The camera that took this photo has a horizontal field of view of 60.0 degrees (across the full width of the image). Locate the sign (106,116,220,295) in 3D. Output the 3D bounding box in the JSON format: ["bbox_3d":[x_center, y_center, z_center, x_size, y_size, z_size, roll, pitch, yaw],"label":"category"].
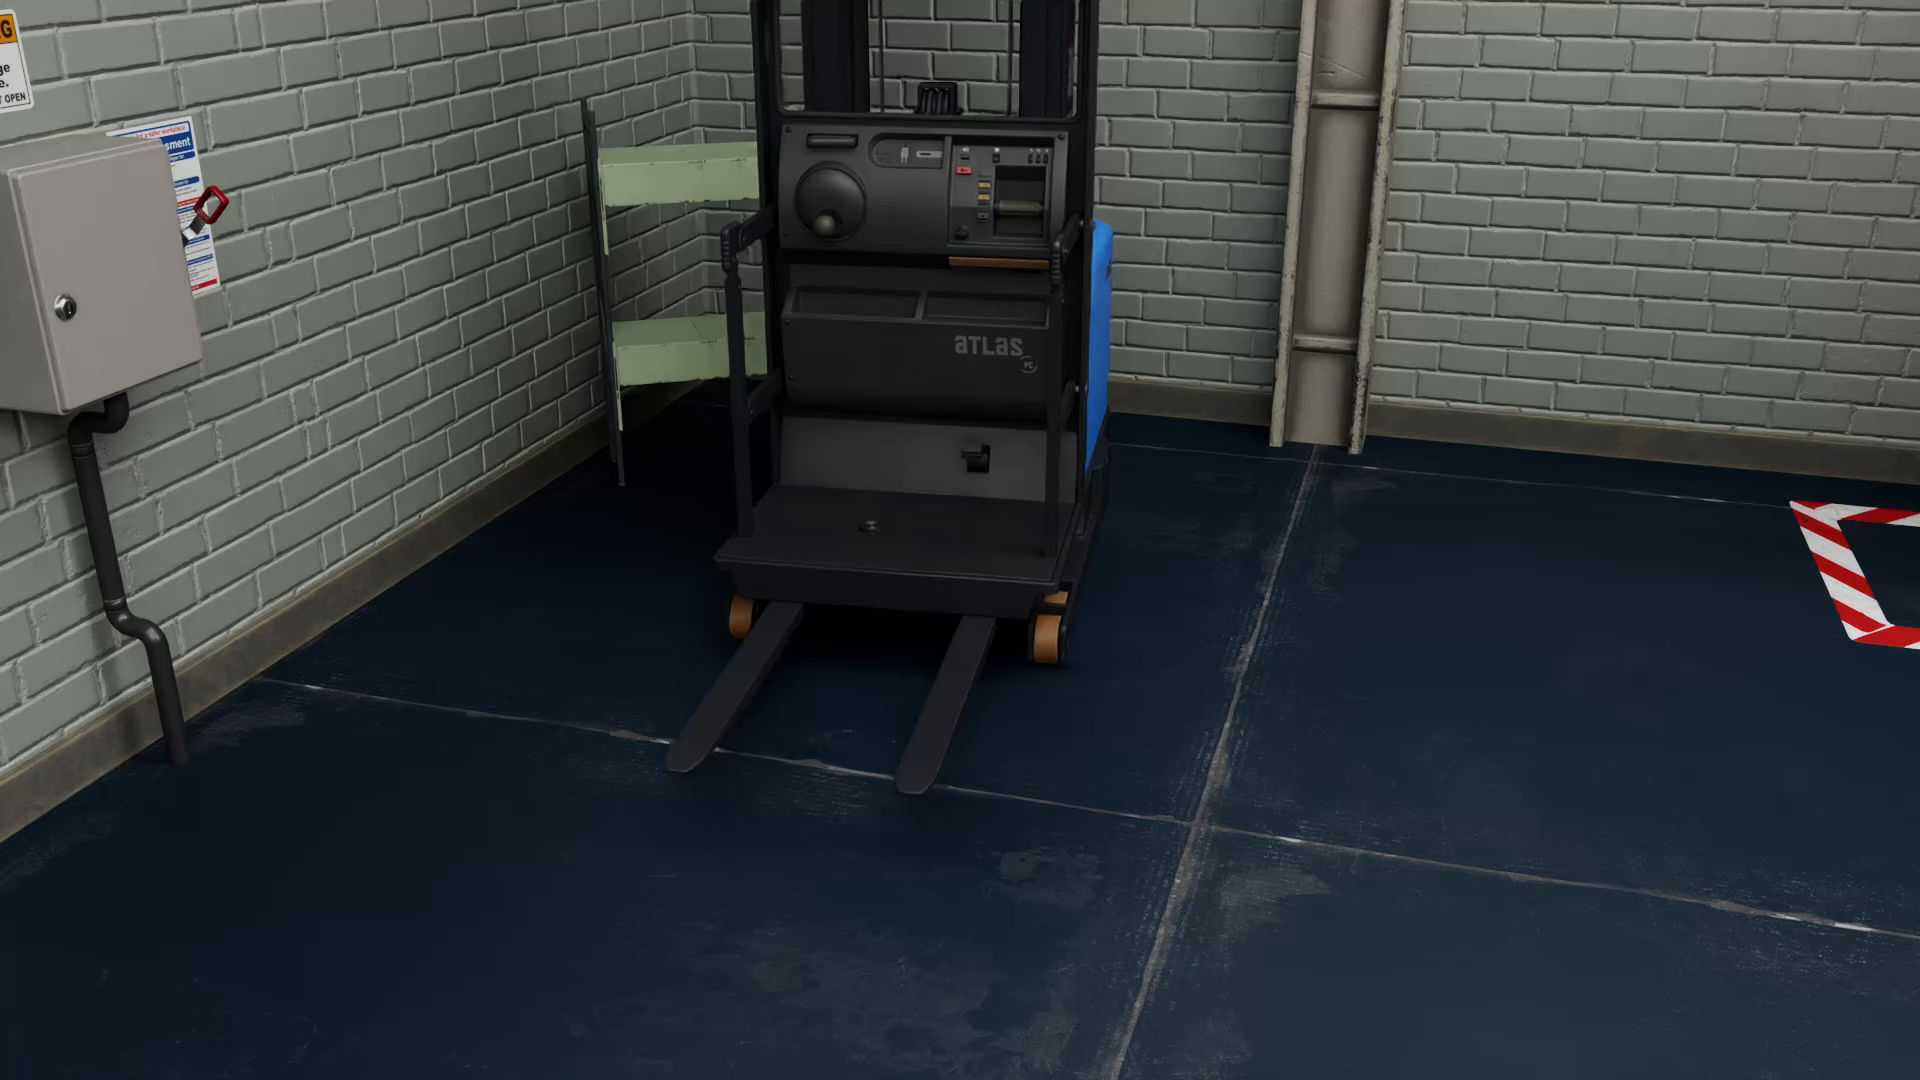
[{"bbox_3d":[-2.240,-0.923,4.692,0.001,0.494,0.329,7,23,16],"label":"sign"}]

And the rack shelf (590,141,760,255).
[{"bbox_3d":[-1.087,-1.387,6.647,0.720,0.370,0.431,-6,23,-15],"label":"rack shelf"}]

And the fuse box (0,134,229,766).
[{"bbox_3d":[-2.185,-0.168,4.425,0.414,1.711,0.539,7,23,16],"label":"fuse box"}]

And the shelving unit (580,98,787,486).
[{"bbox_3d":[-1.087,-1.026,6.795,0.755,1.500,0.431,-6,23,-15],"label":"shelving unit"}]

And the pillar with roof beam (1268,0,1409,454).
[{"bbox_3d":[0.340,-3.046,1.838,0.400,9.000,9.100,7,23,16],"label":"pillar with roof beam"}]

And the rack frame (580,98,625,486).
[{"bbox_3d":[-1.438,-0.987,6.699,0.023,1.500,0.400,-6,23,-15],"label":"rack frame"}]

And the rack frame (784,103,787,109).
[{"bbox_3d":[-0.736,-1.065,6.890,0.023,1.500,0.400,-6,23,-15],"label":"rack frame"}]

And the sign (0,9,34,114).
[{"bbox_3d":[-2.399,-1.149,4.030,0.001,0.242,0.339,7,23,16],"label":"sign"}]

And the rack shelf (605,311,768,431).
[{"bbox_3d":[-1.087,-0.724,6.918,0.720,0.370,0.431,-6,23,-15],"label":"rack shelf"}]

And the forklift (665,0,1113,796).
[{"bbox_3d":[-0.157,-1.105,5.102,1.130,2.935,3.031,4,23,9],"label":"forklift"}]
